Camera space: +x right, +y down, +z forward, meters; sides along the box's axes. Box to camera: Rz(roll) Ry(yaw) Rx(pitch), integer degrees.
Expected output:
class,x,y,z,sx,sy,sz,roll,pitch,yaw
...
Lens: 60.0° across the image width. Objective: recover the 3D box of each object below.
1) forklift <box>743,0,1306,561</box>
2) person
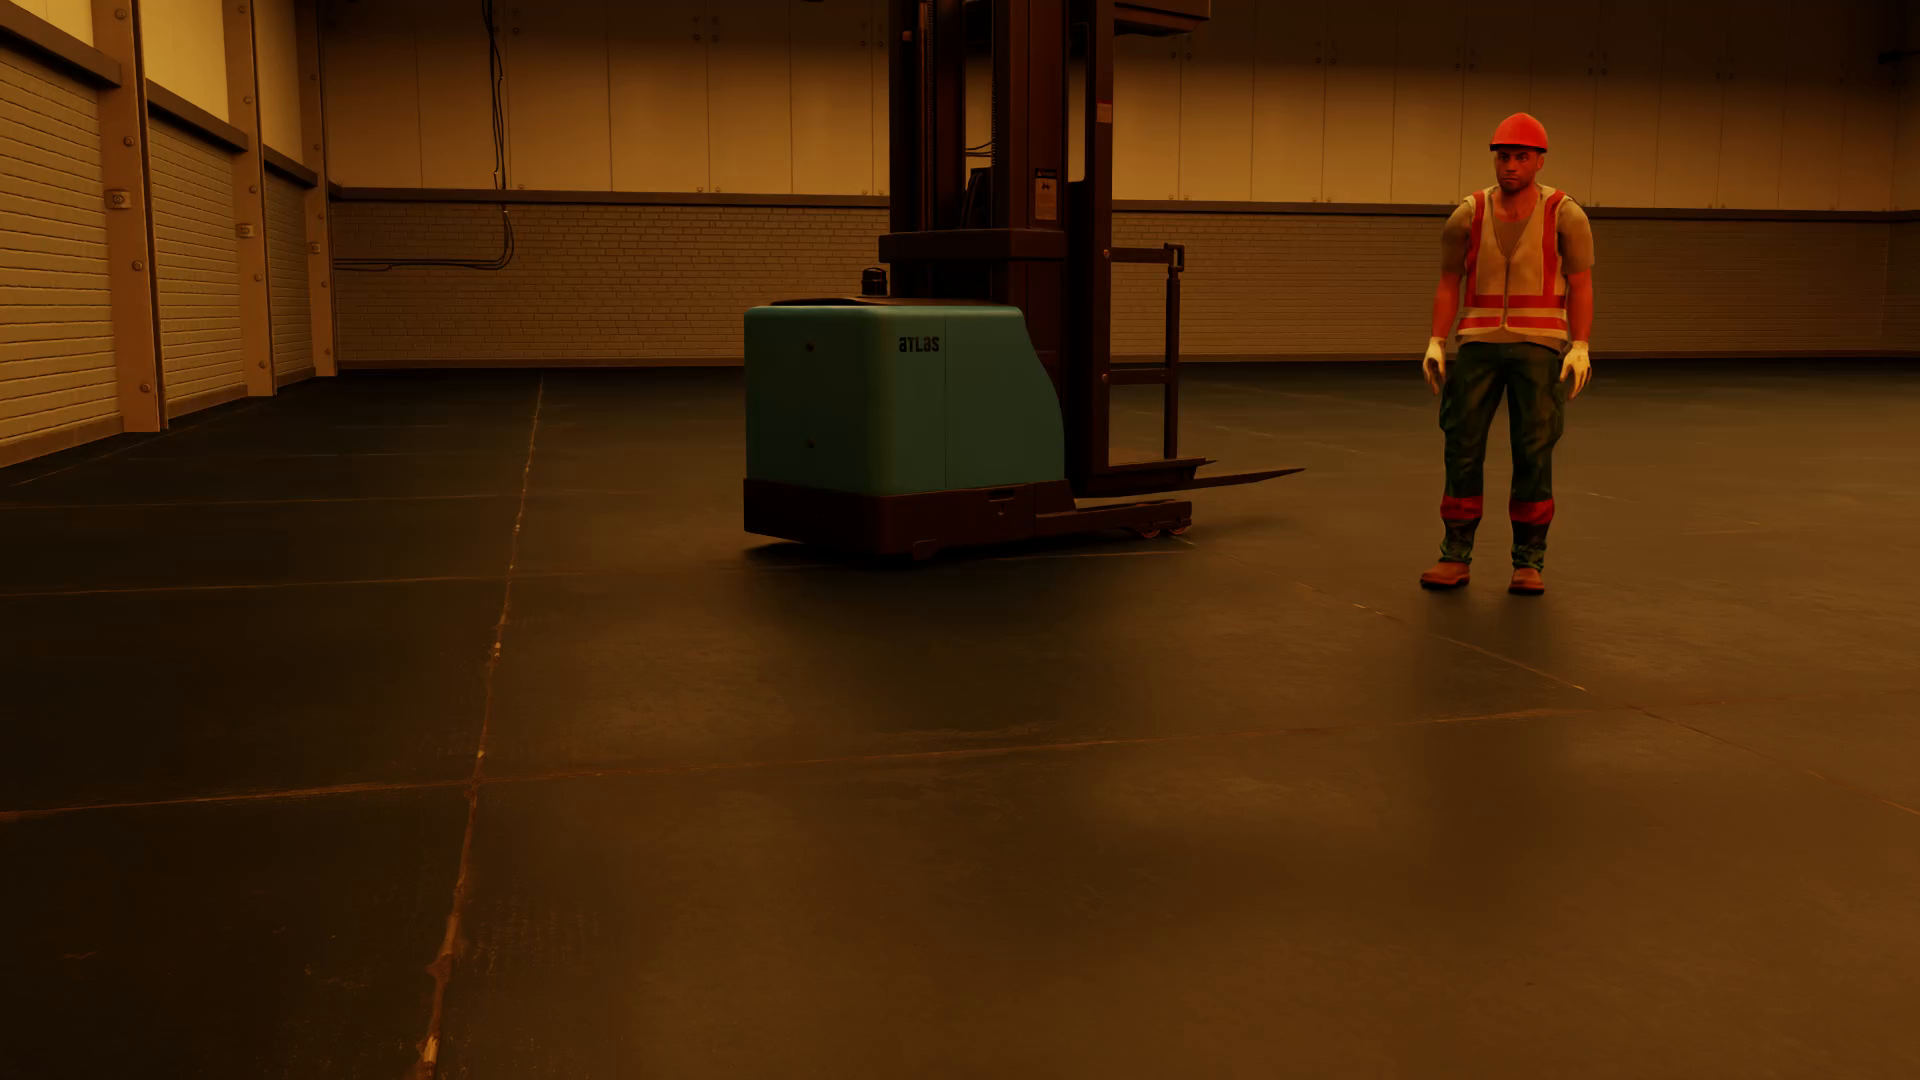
class,x,y,z,sx,sy,sz,roll,pitch,yaw
forklift,0.472,-1.508,7.908,3.031,2.935,1.130,-7,10,-40
person,2.070,-0.700,6.307,0.620,1.777,0.451,4,9,29
